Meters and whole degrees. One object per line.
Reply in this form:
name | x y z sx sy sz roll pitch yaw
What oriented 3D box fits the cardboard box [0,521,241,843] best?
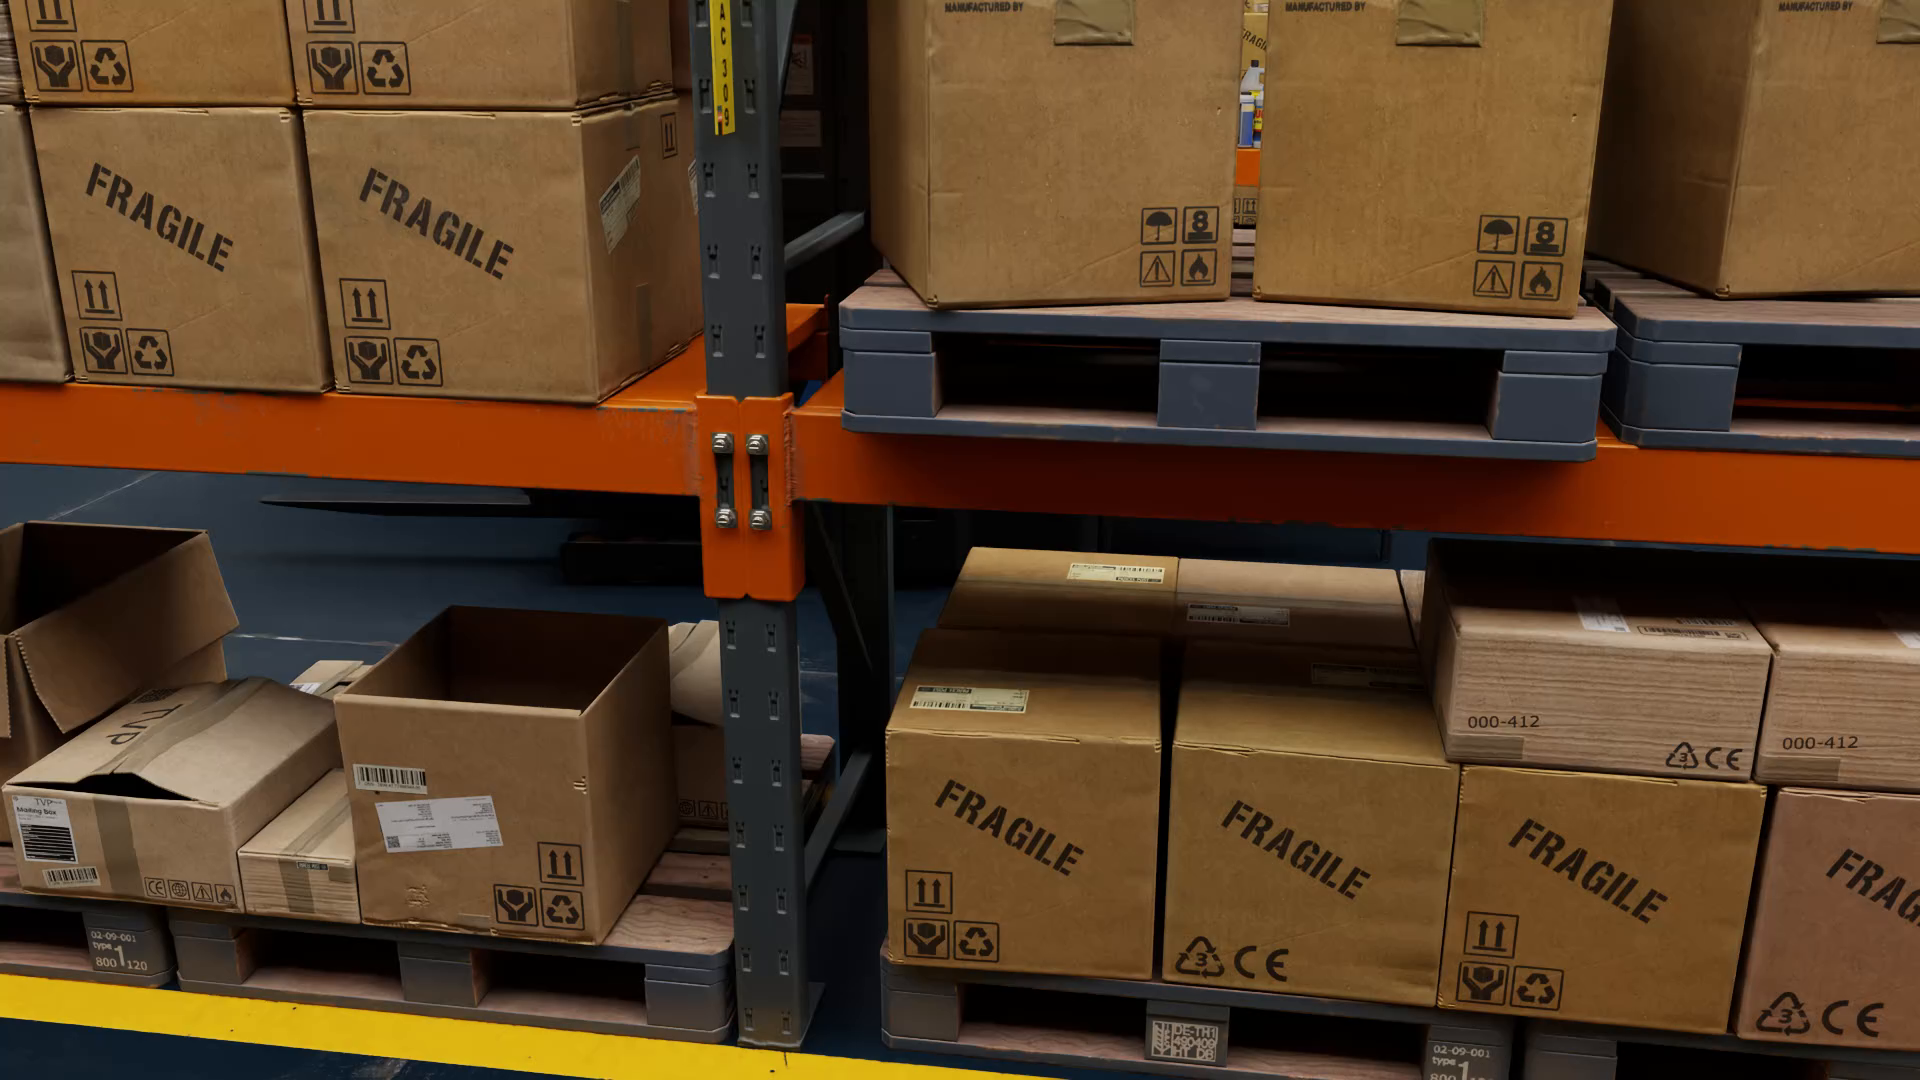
cardboard box | -2.155 0.312 3.884 0.637 0.503 0.797 3 19 9

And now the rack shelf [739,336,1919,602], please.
rack shelf | 1.676 -0.128 3.093 4.000 0.370 1.077 3 19 9

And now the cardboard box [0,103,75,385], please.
cardboard box | -1.850 -0.613 3.251 0.500 0.500 0.500 3 19 10

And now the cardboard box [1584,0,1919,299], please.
cardboard box | 1.455 -0.747 2.990 0.500 0.500 0.700 -2 19 -5

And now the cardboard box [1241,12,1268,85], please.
cardboard box | 2.187 -3.595 12.161 0.500 0.500 0.500 3 19 9

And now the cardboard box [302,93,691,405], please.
cardboard box | -0.833 -0.562 3.099 0.500 0.500 0.500 3 19 10

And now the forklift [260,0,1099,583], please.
forklift | -1.012 -1.404 5.880 3.031 2.935 1.130 1 19 2

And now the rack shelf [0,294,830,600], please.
rack shelf | -2.274 -0.330 3.695 4.000 0.370 1.077 3 19 9

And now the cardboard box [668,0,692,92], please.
cardboard box | -0.720 -1.204 3.440 0.500 0.500 0.500 3 19 10

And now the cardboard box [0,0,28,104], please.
cardboard box | -1.843 -1.087 3.090 0.500 0.500 0.500 3 19 9

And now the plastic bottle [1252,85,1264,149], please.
plastic bottle | 1.358 -1.885 7.413 0.097 0.271 0.097 0 18 0

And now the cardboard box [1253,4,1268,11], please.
cardboard box | 2.989 -5.254 16.545 0.250 0.149 0.380 3 19 10

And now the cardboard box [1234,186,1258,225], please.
cardboard box | 1.911 -2.839 12.748 0.875 0.875 1.225 3 19 9

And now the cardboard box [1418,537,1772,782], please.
cardboard box | 1.127 0.202 3.037 0.500 0.250 0.500 3 19 9

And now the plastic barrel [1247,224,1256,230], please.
plastic barrel | 1.724 -1.258 7.980 0.708 0.901 0.600 3 19 9

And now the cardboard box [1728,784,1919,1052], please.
cardboard box | 1.660 0.584 3.078 0.500 0.500 0.500 2 19 7

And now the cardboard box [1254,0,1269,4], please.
cardboard box | 3.007 -5.395 16.496 0.250 0.149 0.380 3 19 9

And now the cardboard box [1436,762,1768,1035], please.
cardboard box | 1.160 0.558 3.154 0.500 0.500 0.500 3 19 9

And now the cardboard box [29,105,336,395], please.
cardboard box | -1.343 -0.588 3.176 0.500 0.500 0.500 3 19 10

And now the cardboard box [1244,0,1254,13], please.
cardboard box | 1.908 -4.167 12.292 0.637 0.503 0.797 2 19 7

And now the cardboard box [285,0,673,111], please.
cardboard box | -0.840 -1.036 2.939 0.500 0.500 0.500 3 19 9

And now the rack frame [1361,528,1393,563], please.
rack frame | 1.563 -0.531 6.116 0.032 1.125 0.500 1 19 2

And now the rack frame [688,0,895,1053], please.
rack frame | -0.299 -0.570 3.280 0.127 3.000 1.000 3 19 9

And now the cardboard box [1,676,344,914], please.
cardboard box | -1.647 0.519 3.570 0.500 0.311 0.500 3 19 9

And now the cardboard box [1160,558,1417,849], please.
cardboard box | 0.720 0.369 3.719 0.500 0.500 0.500 3 19 9

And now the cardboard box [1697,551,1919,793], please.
cardboard box | 1.622 0.227 2.962 0.500 0.250 0.500 3 19 8

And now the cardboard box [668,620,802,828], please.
cardboard box | -0.679 0.407 3.903 0.500 0.311 0.500 3 19 9

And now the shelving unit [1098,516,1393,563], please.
shelving unit | 1.055 -0.538 6.137 1.048 1.125 0.538 1 19 2

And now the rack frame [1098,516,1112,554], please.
rack frame | 0.547 -0.544 6.158 0.032 1.125 0.500 1 19 2

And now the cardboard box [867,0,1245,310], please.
cardboard box | 0.133 -0.723 2.917 0.500 0.500 0.700 -3 19 -10

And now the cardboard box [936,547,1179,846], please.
cardboard box | 0.234 0.342 3.801 0.500 0.500 0.500 3 19 8

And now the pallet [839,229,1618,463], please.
pallet | 0.472 -0.405 3.088 1.213 0.211 1.003 3 19 9

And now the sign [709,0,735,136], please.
sign | -0.378 -0.810 2.634 0.005 0.325 0.100 3 19 9

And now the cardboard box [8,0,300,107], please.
cardboard box | -1.346 -1.061 3.014 0.500 0.500 0.500 3 19 8

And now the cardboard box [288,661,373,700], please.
cardboard box | -1.535 0.435 4.046 0.250 0.166 0.380 3 19 9

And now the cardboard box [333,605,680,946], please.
cardboard box | -0.907 0.467 3.427 0.500 0.500 0.500 3 19 9

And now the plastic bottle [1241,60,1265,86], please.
plastic bottle | 1.450 -2.155 8.093 0.185 0.351 0.144 3 19 9

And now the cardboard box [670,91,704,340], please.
cardboard box | -0.759 -0.729 3.596 0.500 0.500 0.500 3 19 10

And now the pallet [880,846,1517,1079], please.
pallet | 0.510 0.781 3.636 1.213 0.211 1.003 3 19 9

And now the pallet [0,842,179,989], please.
pallet | -2.185 0.657 4.008 1.213 0.211 1.003 3 19 9

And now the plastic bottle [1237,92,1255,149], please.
plastic bottle | 1.248 -1.902 7.456 0.135 0.276 0.152 3 19 9

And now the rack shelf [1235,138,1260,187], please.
rack shelf | 2.465 -1.680 7.731 4.000 0.370 1.077 3 19 9

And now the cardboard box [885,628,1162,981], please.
cardboard box | 0.140 0.507 3.306 0.500 0.500 0.500 2 19 6

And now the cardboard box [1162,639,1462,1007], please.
cardboard box | 0.668 0.531 3.236 0.500 0.500 0.500 3 19 9

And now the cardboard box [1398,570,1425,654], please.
cardboard box | 1.215 0.394 3.643 0.500 0.500 0.500 3 19 9

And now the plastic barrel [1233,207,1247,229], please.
plastic barrel | 1.025 -1.293 8.086 0.708 0.901 0.600 3 19 9

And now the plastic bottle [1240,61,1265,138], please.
plastic bottle | 1.427 -2.110 7.959 0.185 0.351 0.144 3 19 9

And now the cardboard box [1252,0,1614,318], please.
cardboard box | 0.822 -0.708 2.873 0.500 0.500 0.700 6 19 17

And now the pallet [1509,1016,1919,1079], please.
pallet | 1.718 0.842 3.454 1.213 0.211 1.003 3 19 9

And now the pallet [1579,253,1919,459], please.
pallet | 1.729 -0.374 2.997 1.213 0.211 1.003 3 19 9

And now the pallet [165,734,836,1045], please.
pallet | -0.977 0.717 3.827 1.213 0.211 1.003 3 19 9

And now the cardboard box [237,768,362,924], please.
cardboard box | -1.286 0.633 3.483 0.250 0.149 0.380 3 19 9
